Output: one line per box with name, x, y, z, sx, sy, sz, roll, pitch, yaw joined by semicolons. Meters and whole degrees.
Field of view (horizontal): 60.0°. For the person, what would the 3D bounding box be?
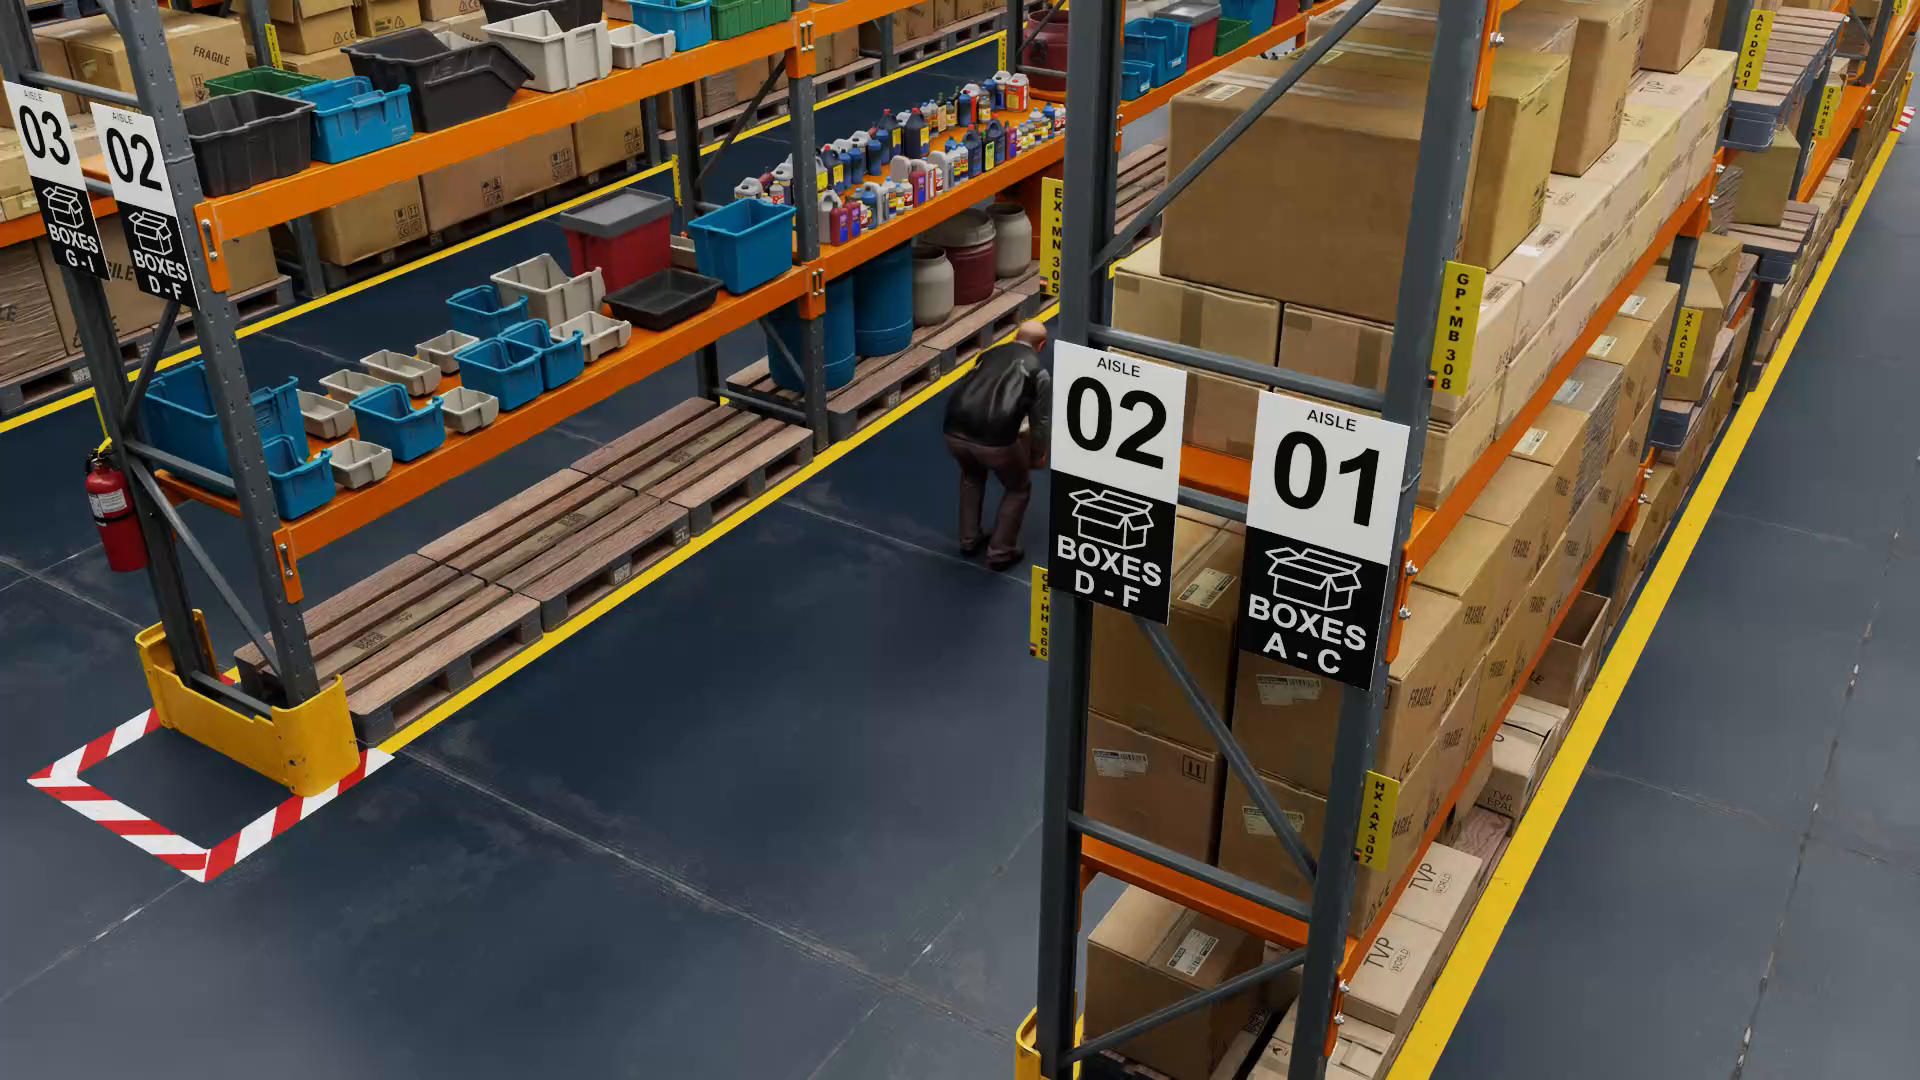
person;0.250;-0.544;9.588;0.481;1.277;0.907;16;34;26
